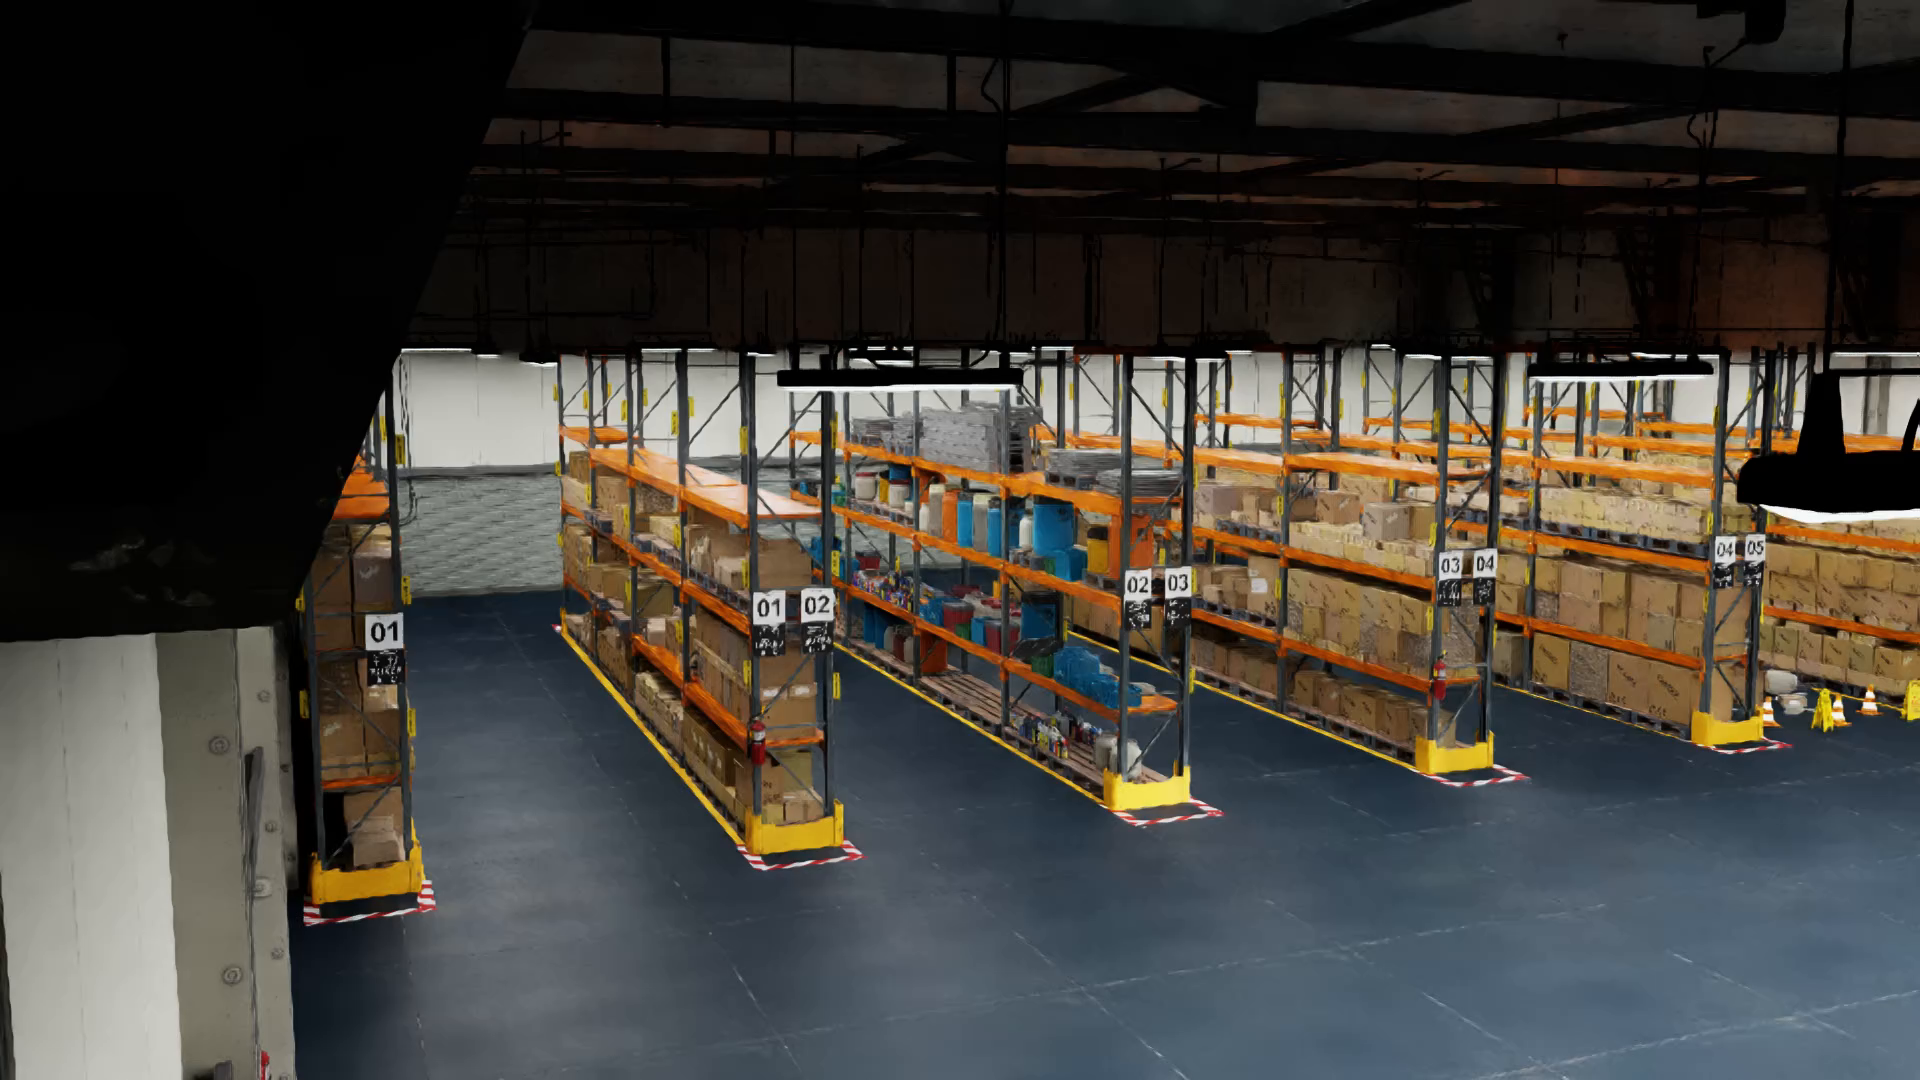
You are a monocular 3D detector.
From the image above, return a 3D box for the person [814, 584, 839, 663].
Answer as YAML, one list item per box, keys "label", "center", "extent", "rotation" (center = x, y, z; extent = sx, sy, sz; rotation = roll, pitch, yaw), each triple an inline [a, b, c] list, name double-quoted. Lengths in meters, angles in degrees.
- label: "person"
  center: [-2.576, 1.553, 31.449]
  extent: [0.625, 1.611, 0.582]
  rotation: [-3, 8, -23]
